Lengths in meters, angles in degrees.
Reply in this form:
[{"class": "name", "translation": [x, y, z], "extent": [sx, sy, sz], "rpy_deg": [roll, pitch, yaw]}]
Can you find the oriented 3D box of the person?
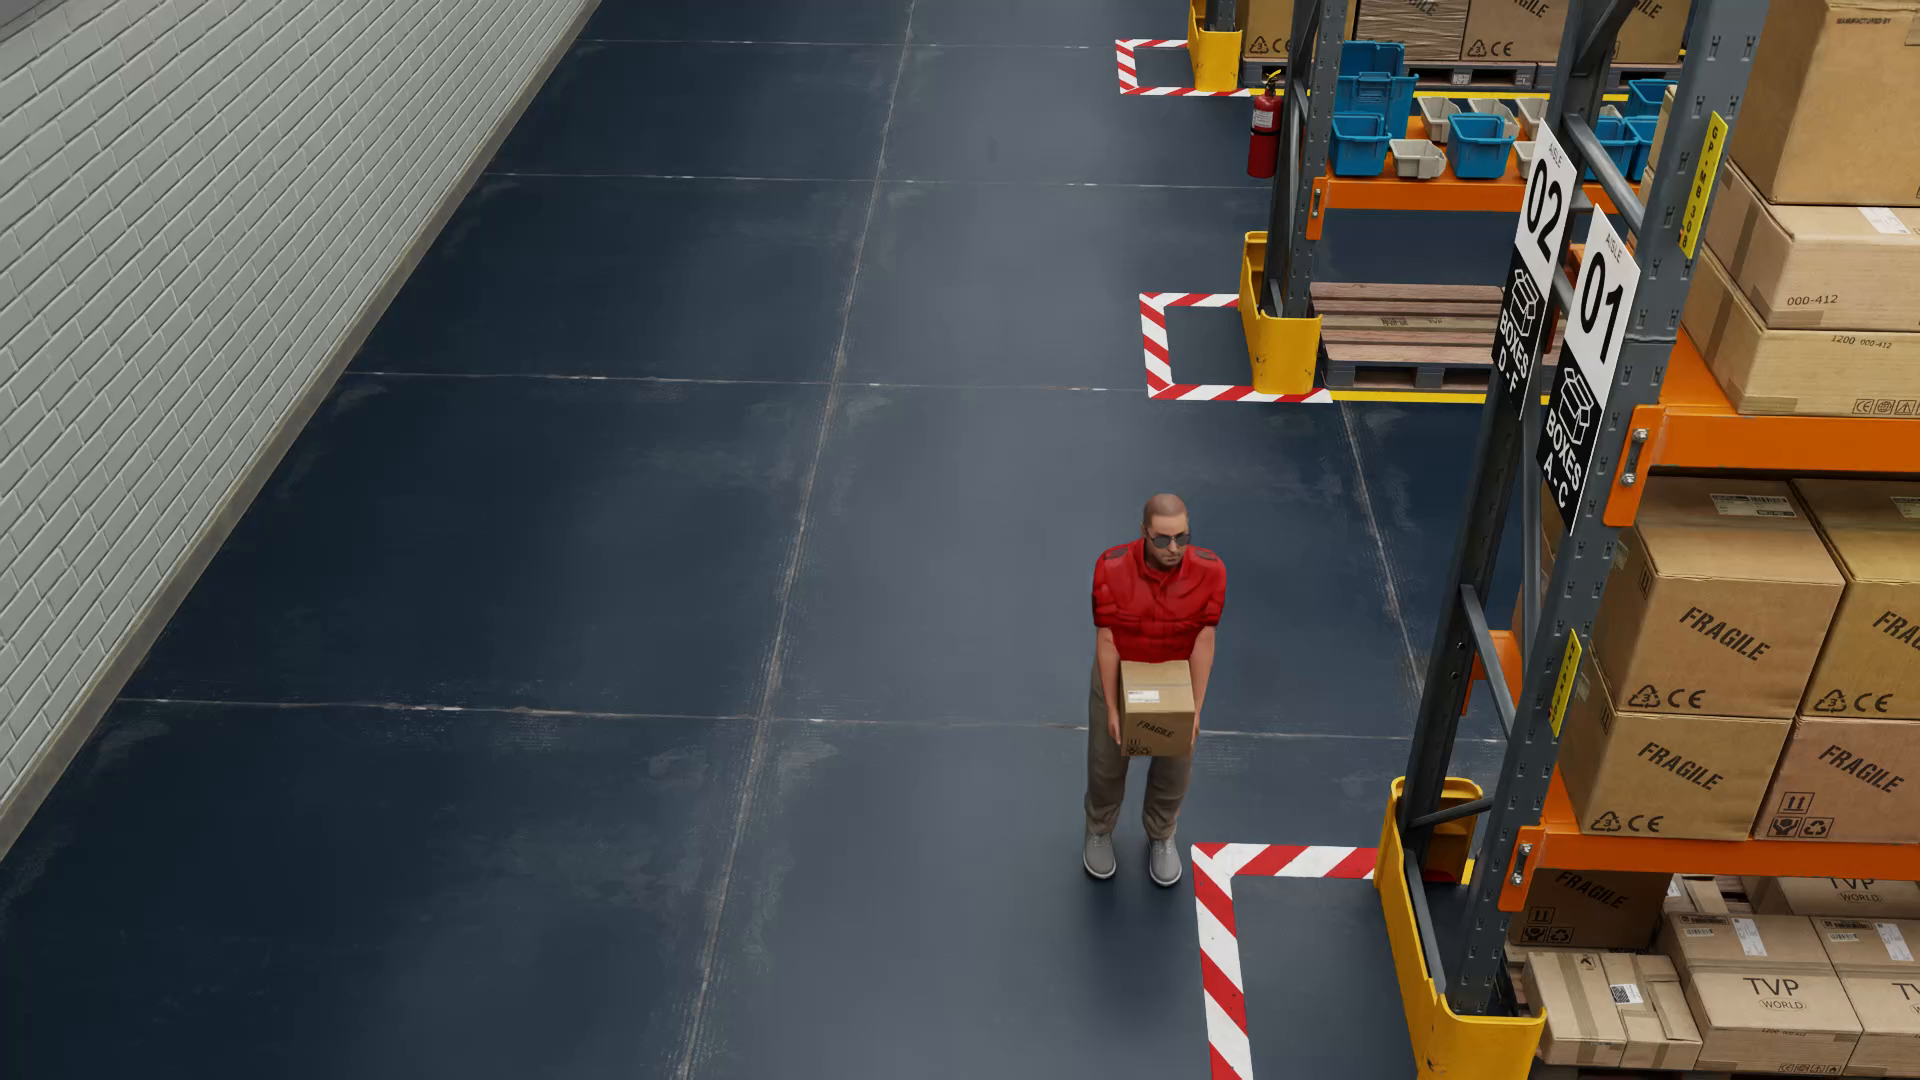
[{"class": "person", "translation": [0.722, 0.576, 6.264], "extent": [0.479, 1.647, 0.541], "rpy_deg": [0, 35, 0]}]
